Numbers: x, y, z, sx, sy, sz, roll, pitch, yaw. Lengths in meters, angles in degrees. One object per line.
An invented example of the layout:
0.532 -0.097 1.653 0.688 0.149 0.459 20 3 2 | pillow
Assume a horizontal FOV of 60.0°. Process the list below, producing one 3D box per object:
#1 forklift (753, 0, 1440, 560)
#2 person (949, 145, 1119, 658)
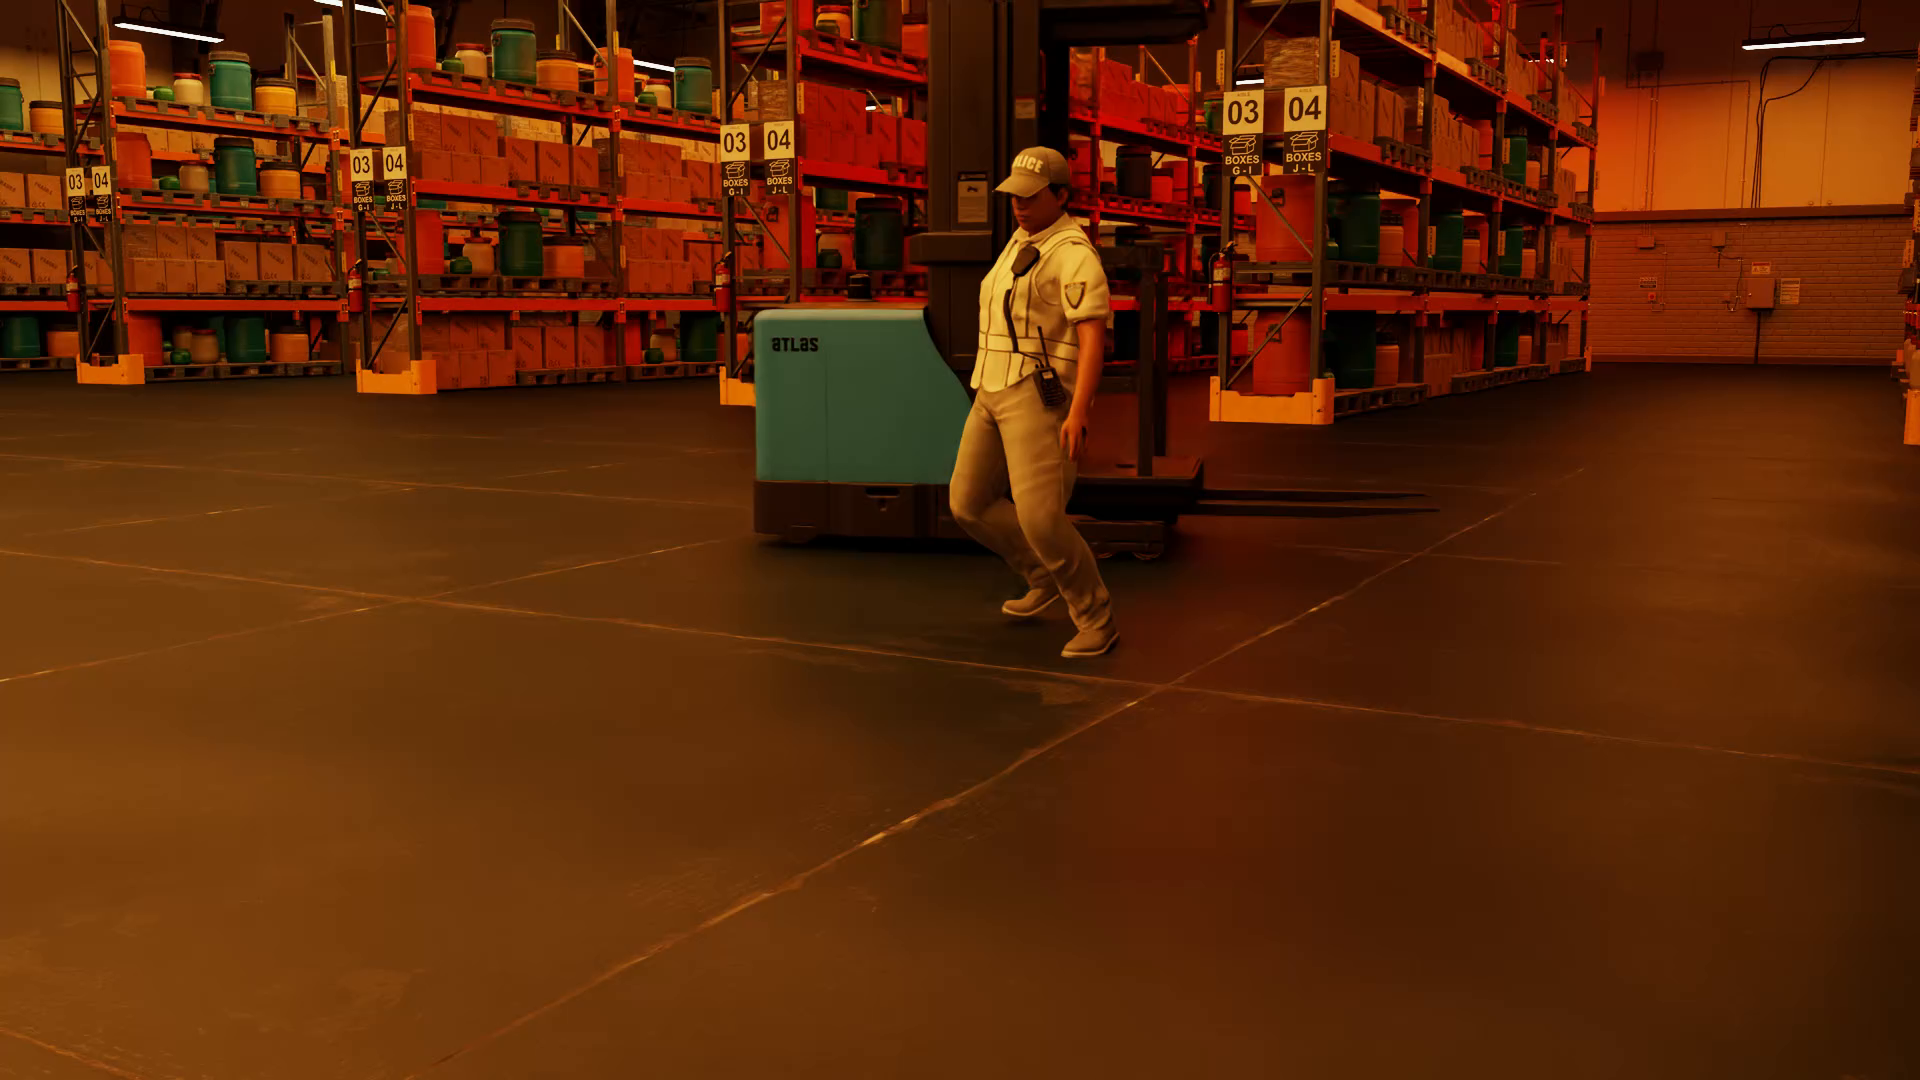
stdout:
0.626 -1.444 7.553 3.031 2.935 1.130 1 8 10 | forklift
0.260 -0.463 5.435 0.485 1.590 0.819 -3 8 -21 | person
